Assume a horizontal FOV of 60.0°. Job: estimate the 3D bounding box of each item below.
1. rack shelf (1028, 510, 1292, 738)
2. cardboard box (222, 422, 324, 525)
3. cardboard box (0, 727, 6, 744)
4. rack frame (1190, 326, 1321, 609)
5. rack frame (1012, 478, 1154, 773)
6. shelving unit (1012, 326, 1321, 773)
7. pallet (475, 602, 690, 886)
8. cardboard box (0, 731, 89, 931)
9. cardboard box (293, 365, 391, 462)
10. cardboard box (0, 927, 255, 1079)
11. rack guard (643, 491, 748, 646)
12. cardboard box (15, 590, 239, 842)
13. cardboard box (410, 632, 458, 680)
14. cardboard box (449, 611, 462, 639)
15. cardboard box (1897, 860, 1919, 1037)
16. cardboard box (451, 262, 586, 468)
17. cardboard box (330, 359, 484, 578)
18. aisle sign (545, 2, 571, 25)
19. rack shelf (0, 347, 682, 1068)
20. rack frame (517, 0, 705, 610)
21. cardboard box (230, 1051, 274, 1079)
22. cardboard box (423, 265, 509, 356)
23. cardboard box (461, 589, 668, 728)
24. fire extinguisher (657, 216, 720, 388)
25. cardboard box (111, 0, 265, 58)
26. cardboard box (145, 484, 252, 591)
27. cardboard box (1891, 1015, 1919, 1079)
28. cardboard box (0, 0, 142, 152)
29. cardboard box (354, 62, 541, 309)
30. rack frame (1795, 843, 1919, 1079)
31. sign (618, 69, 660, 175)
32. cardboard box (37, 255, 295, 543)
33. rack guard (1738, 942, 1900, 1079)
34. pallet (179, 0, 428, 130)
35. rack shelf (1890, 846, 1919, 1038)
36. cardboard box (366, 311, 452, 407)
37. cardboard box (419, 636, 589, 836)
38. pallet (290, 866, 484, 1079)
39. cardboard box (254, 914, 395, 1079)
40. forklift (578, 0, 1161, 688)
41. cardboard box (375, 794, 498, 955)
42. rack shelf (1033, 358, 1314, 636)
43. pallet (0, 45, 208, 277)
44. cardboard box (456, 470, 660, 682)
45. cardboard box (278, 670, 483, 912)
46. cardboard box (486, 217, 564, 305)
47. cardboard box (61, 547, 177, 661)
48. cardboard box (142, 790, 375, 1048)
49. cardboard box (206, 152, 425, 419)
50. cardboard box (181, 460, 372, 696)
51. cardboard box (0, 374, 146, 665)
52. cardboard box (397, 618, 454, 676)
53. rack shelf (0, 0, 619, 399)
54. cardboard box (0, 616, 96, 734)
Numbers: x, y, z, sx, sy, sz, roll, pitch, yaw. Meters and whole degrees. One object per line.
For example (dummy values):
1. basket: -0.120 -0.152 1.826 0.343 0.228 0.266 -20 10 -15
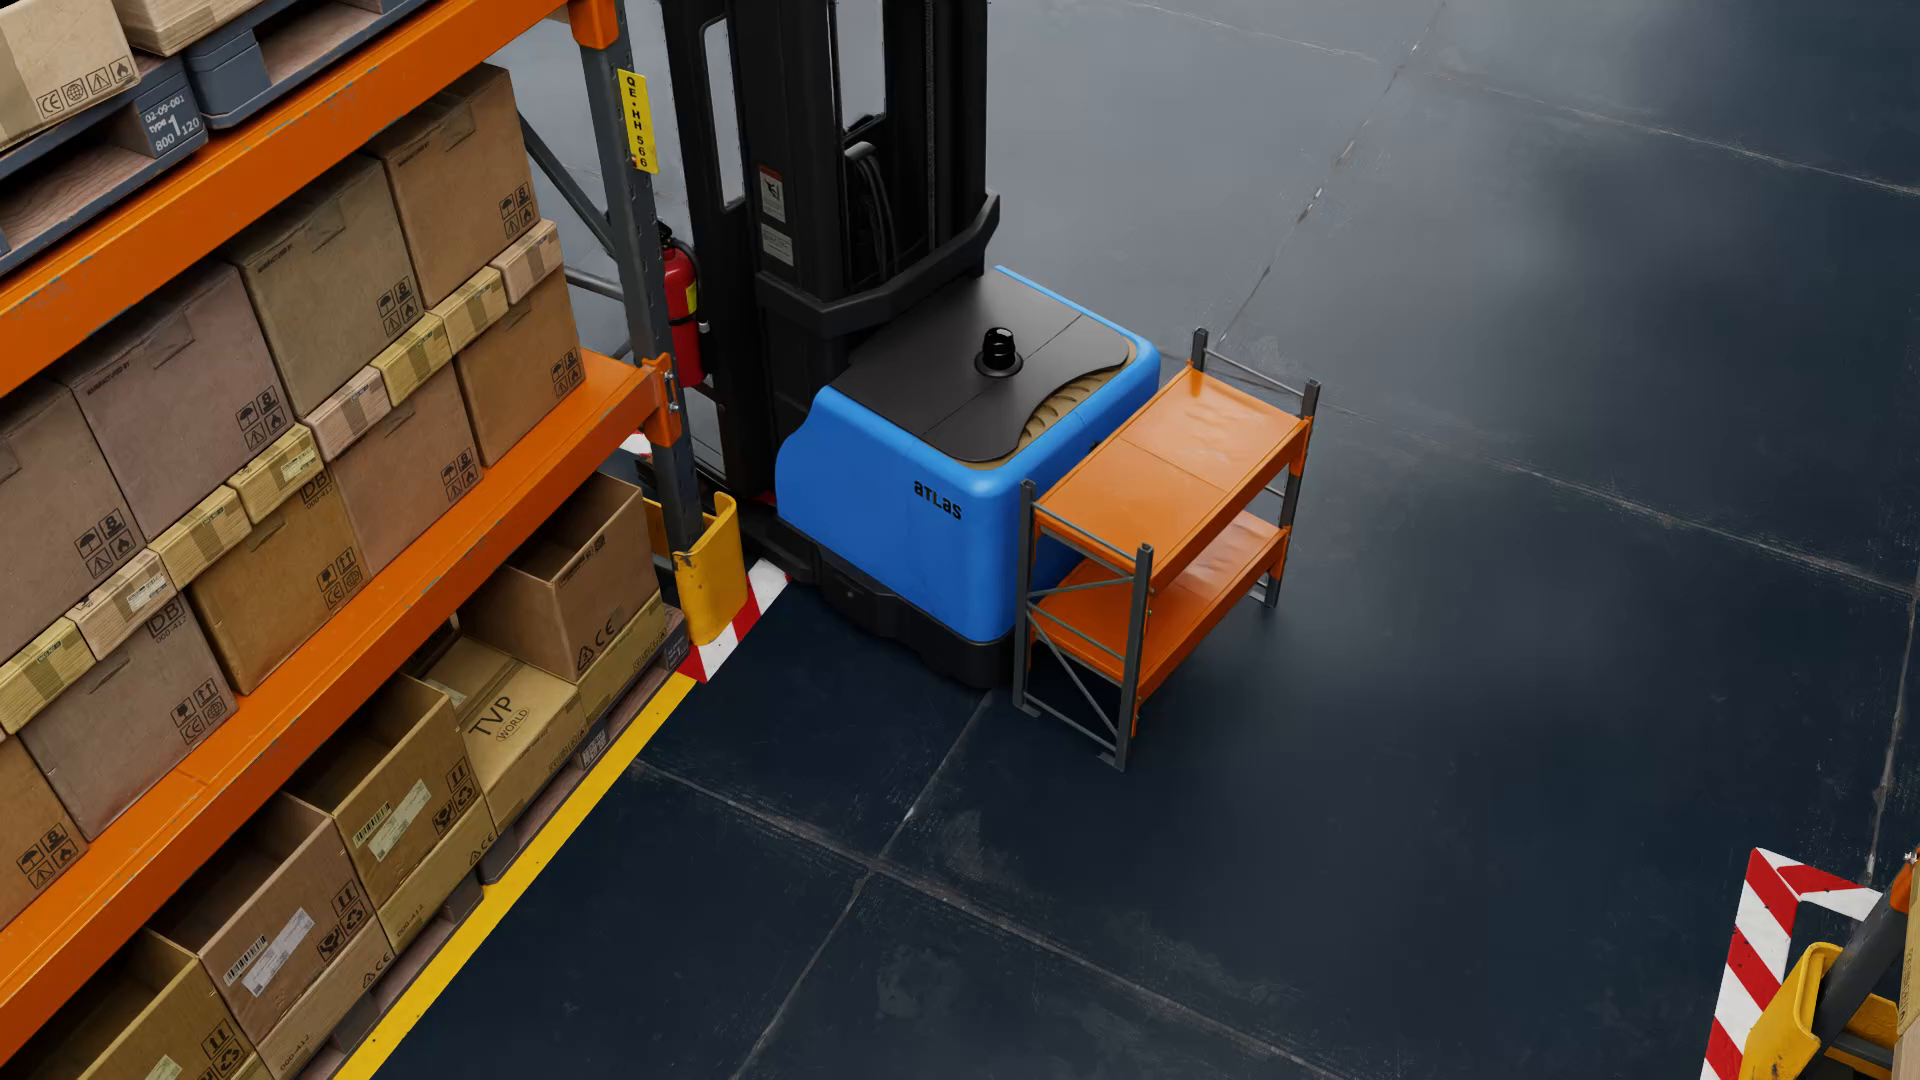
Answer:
1. rack shelf: 0.717 0.206 6.099 0.538 0.278 1.000 30 52 26
2. cardboard box: -1.904 -0.229 4.341 0.380 0.149 0.250 22 49 20
3. cardboard box: -2.382 0.419 3.700 0.380 0.149 0.250 19 48 18
4. rack frame: 1.036 -0.247 6.203 0.500 1.125 0.032 30 52 26
5. rack frame: 0.397 0.316 5.647 0.500 1.125 0.032 30 52 26
6. shelving unit: 0.717 0.034 5.925 0.538 1.125 1.048 30 52 26
7. pallet: -1.734 0.557 6.051 1.003 0.211 1.213 20 49 19
8. cardboard box: -2.598 0.635 3.943 0.700 0.500 0.500 21 49 20
9. cardboard box: -1.783 -0.394 4.504 0.380 0.149 0.250 21 49 20
10. cardboard box: -2.317 1.337 4.430 0.500 0.500 0.500 20 49 19
11. rack guard: -1.405 -0.055 6.453 1.175 0.500 0.348 20 49 19
12. cardboard box: -2.361 0.312 4.262 0.700 0.500 0.500 22 49 20
13. cardboard box: -2.091 0.481 5.804 0.500 0.250 0.500 20 49 19
14. cardboard box: -1.863 0.164 6.117 0.500 0.250 0.500 20 49 19
15. cardboard box: 2.465 0.963 3.781 0.500 0.250 0.500 19 48 18
16. cardboard box: -1.645 -0.664 5.227 0.700 0.500 0.500 20 49 19
17. cardboard box: -1.884 -0.332 4.899 0.700 0.500 0.500 22 49 20
18. aisle sign: -1.126 -1.777 4.570 0.394 0.787 0.004 20 49 19
19. rack shelf: -2.345 0.594 4.560 1.077 0.370 4.000 20 49 19
20. rack frame: -1.417 -0.919 5.549 1.000 3.000 0.127 20 49 19
21. cardboard box: -2.316 1.601 4.696 0.500 0.250 0.500 20 49 19
22. cardboard box: -1.545 -0.713 4.820 0.380 0.149 0.250 22 49 20
23. cardboard box: -1.404 0.335 5.948 0.500 0.250 0.500 20 49 19
24. fire extinguisher: -0.950 -0.813 5.499 0.296 0.674 0.183 20 49 19
25. cardboard box: -1.718 -1.305 3.534 0.500 0.250 0.500 20 49 19
26. cardboard box: -2.025 -0.062 4.176 0.380 0.149 0.250 22 49 20
27. cardboard box: 2.237 1.294 3.453 0.500 0.250 0.500 19 48 18
28. cardboard box: -1.976 -0.976 3.166 0.500 0.311 0.500 26 51 23
29. cardboard box: -1.669 -1.087 4.733 0.700 0.500 0.500 21 49 19
30. rack frame: 2.973 0.714 3.935 1.000 3.000 0.127 20 49 19
31. sign: -0.942 -1.221 4.867 0.100 0.325 0.005 20 49 19
32. cardboard box: -2.142 -0.436 4.090 0.700 0.500 0.500 21 49 19
33. rack guard: 2.938 1.641 4.777 1.175 0.500 0.348 20 49 19
34. pallet: -1.768 -1.505 4.082 1.003 0.211 1.213 20 49 19
35. rack shelf: 2.044 2.227 2.946 1.077 0.370 4.000 20 49 19
36. cardboard box: -1.664 -0.552 4.660 0.380 0.149 0.250 20 49 18
37. cardboard box: -1.625 0.654 5.632 0.500 0.250 0.500 20 49 19
38. pallet: -2.302 1.322 5.294 1.003 0.211 1.213 20 49 19
39. cardboard box: -2.089 1.284 5.010 0.500 0.250 0.500 20 49 19
40. forklift: -0.708 -1.391 6.064 3.031 2.935 1.130 32 53 27
41. cardboard box: -1.856 0.970 5.320 0.500 0.250 0.500 20 49 19
42. rack shelf: 0.717 -0.171 5.717 0.538 0.278 1.000 30 52 26
43. pallet: -2.333 -0.734 3.320 1.003 0.211 1.213 20 49 19
44. cardboard box: -1.402 0.072 5.680 0.500 0.500 0.500 20 49 19
45. cardboard box: -1.853 0.707 5.053 0.500 0.500 0.500 20 49 19
46. cardboard box: -1.425 -0.879 4.983 0.380 0.149 0.250 20 49 18
47. cardboard box: -2.143 0.099 4.016 0.380 0.149 0.250 20 49 19
48. cardboard box: -2.086 1.022 4.742 0.500 0.500 0.500 20 49 19
49. cardboard box: -1.908 -0.754 4.404 0.700 0.500 0.500 19 48 18
50. cardboard box: -2.120 -0.021 4.591 0.700 0.500 0.500 21 49 19
51. cardboard box: -2.374 -0.120 3.778 0.700 0.500 0.500 20 49 19
52. cardboard box: -2.093 0.216 5.538 0.500 0.500 0.500 20 49 19
53. rack shelf: -2.345 -0.461 3.493 1.077 0.370 4.000 20 49 19
54. cardboard box: -2.261 0.255 3.862 0.380 0.149 0.250 20 49 19
